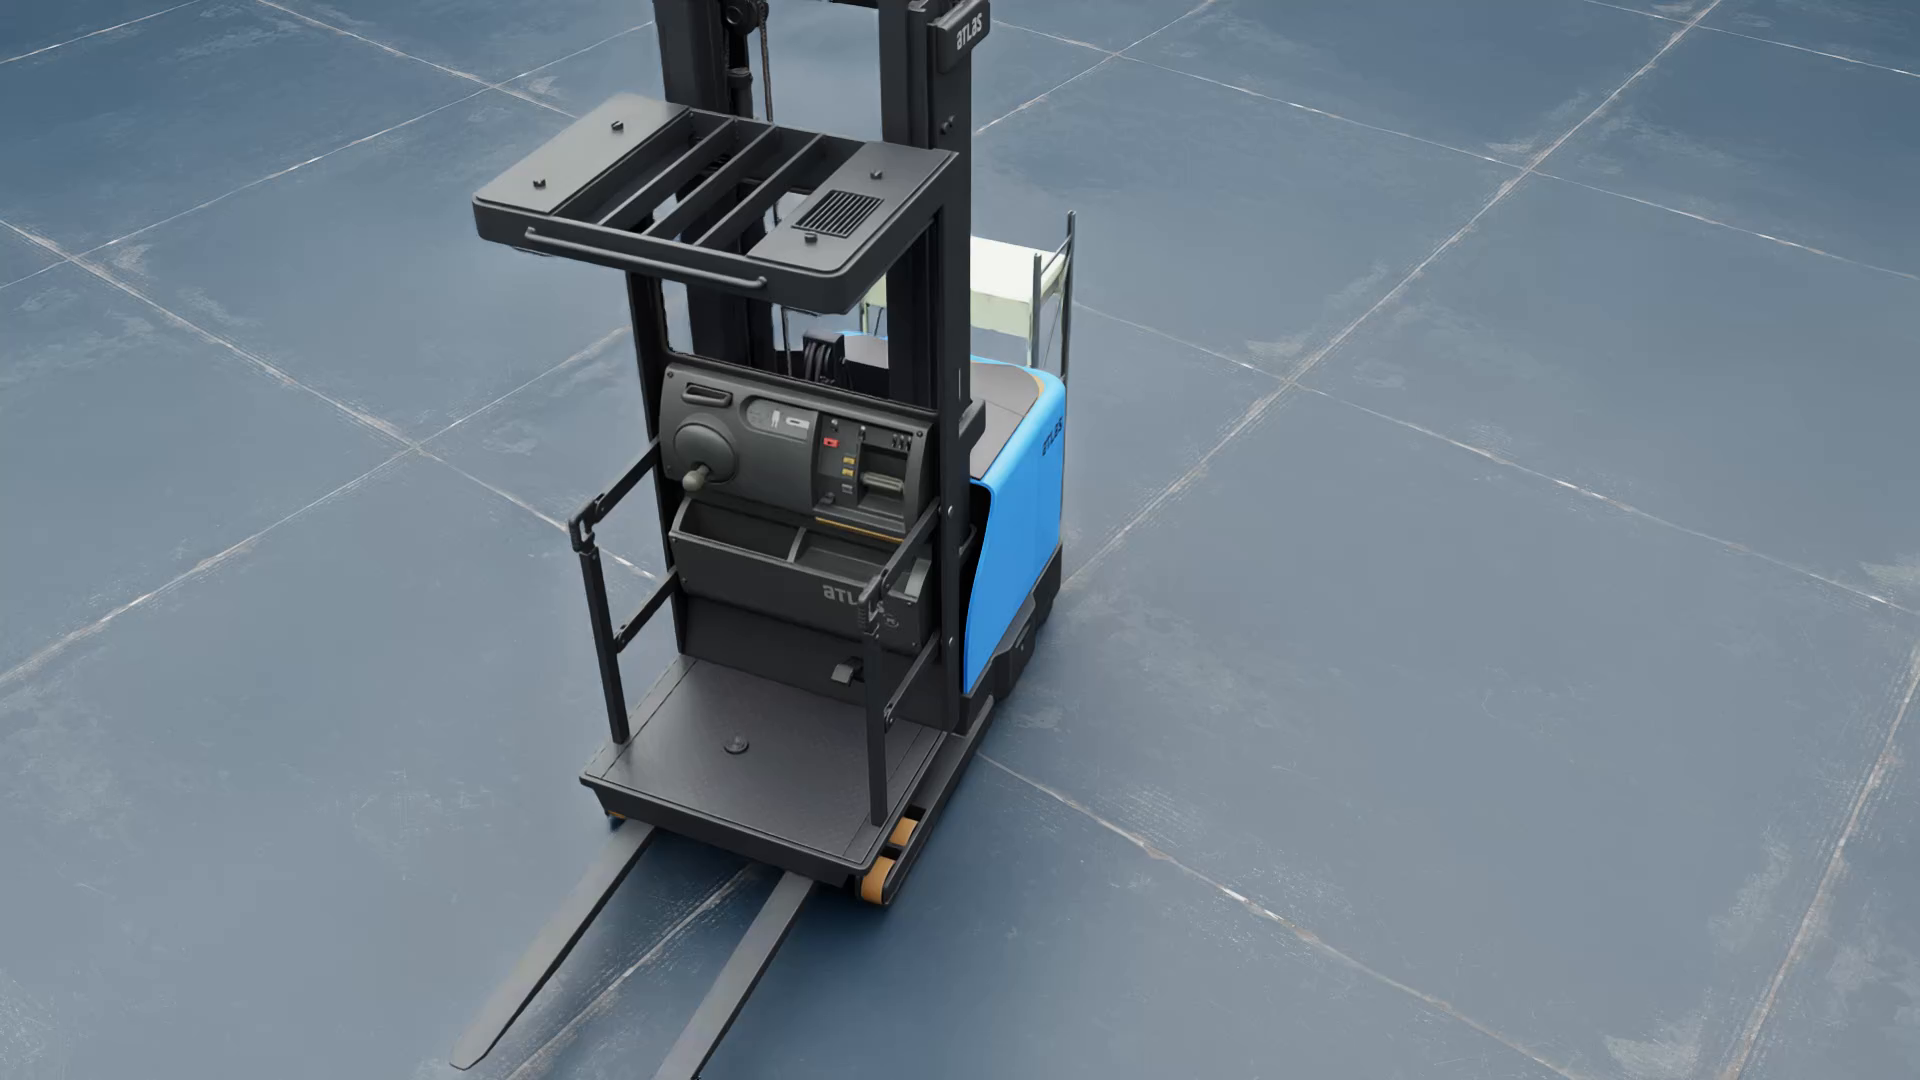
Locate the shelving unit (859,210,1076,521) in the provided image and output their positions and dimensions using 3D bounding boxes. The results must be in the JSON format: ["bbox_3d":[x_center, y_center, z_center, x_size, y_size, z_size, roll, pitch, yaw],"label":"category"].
[{"bbox_3d":[0.024,-0.663,6.880,0.755,1.500,0.431,15,40,18],"label":"shelving unit"}]

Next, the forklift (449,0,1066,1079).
[{"bbox_3d":[-0.620,-0.213,5.145,1.130,2.935,3.031,14,40,18],"label":"forklift"}]

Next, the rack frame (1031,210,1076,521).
[{"bbox_3d":[0.360,-0.574,6.766,0.023,1.500,0.400,15,40,18],"label":"rack frame"}]

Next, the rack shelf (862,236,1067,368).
[{"bbox_3d":[0.024,-0.970,6.640,0.720,0.370,0.431,15,40,18],"label":"rack shelf"}]

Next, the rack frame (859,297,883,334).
[{"bbox_3d":[-0.312,-0.752,6.994,0.023,1.500,0.400,15,40,18],"label":"rack frame"}]
